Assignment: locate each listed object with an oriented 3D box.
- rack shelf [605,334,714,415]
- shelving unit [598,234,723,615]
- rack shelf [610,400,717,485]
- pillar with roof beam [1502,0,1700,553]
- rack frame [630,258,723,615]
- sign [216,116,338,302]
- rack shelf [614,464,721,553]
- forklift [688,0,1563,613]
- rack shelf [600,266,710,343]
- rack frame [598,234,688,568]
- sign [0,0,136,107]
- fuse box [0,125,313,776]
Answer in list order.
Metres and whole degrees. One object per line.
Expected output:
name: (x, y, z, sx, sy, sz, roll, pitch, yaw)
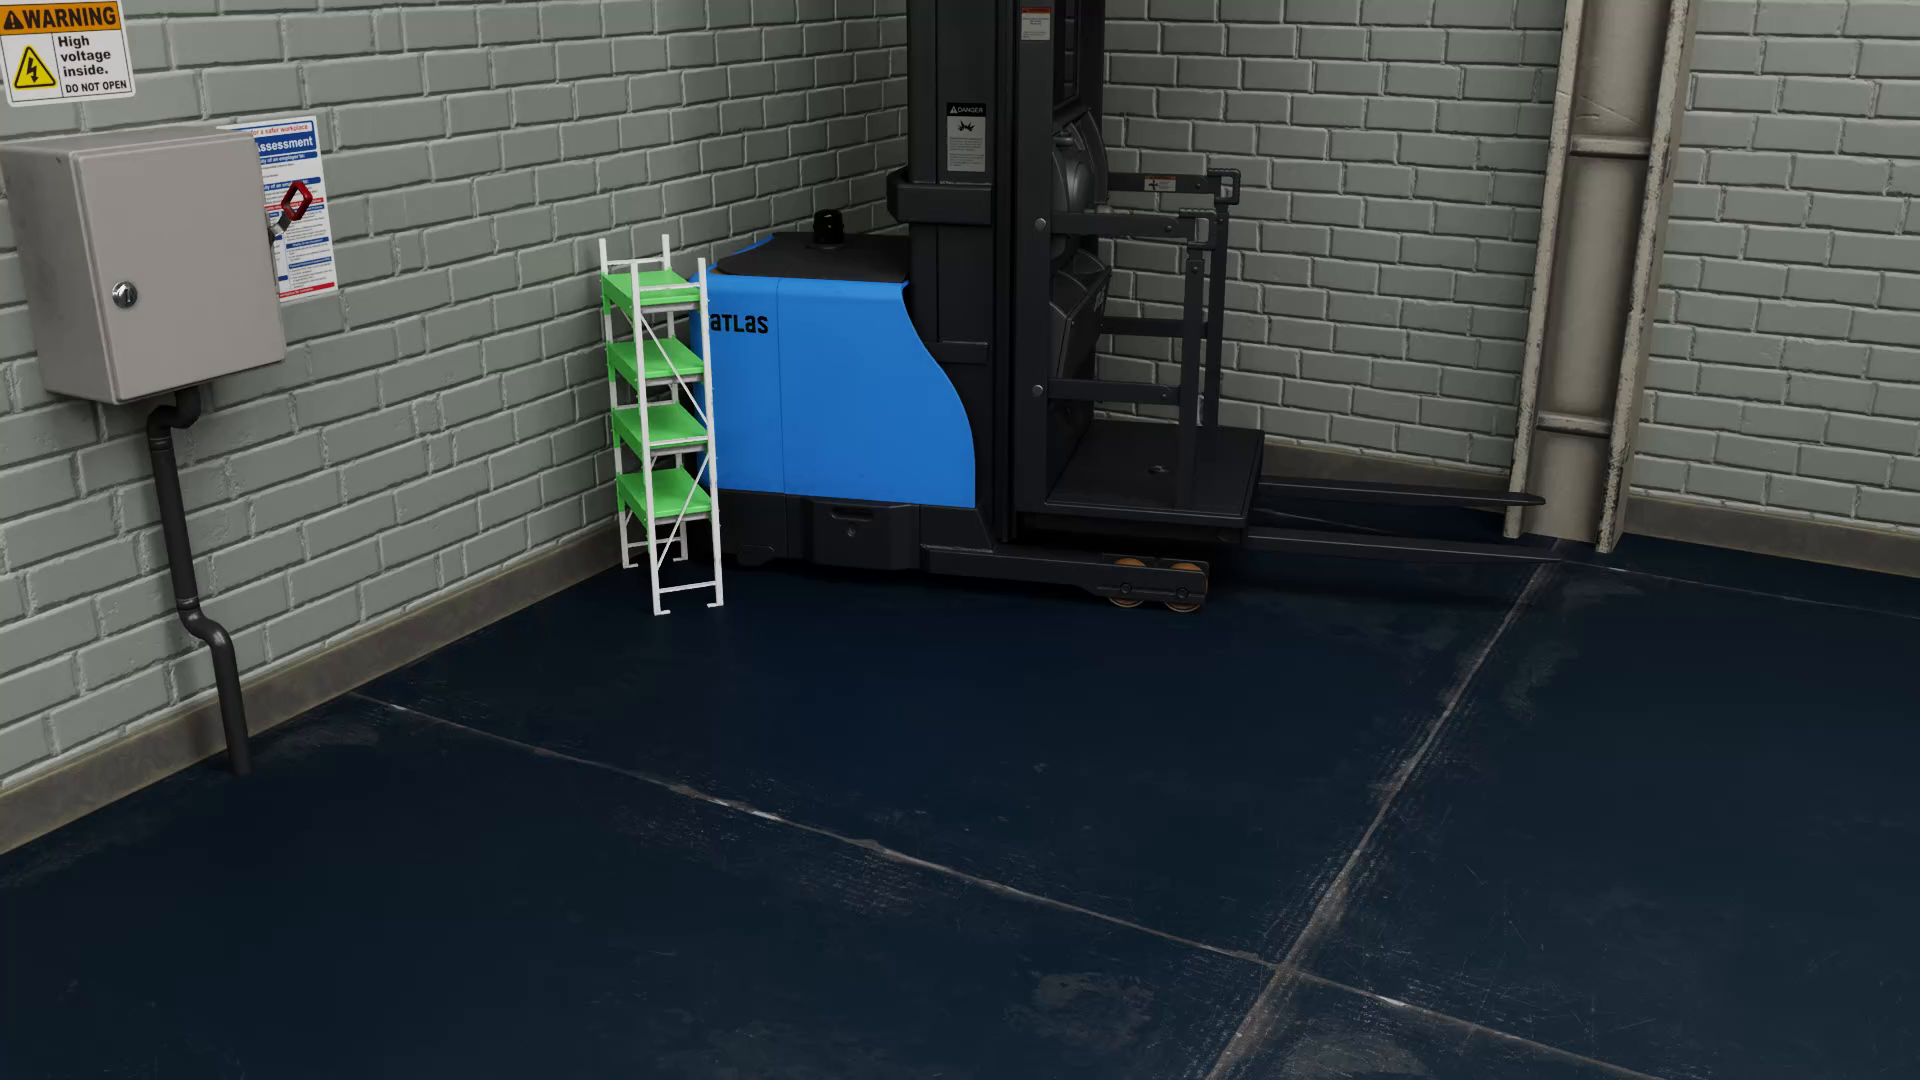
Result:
rack shelf: (-1.027, -0.567, 5.654, 0.258, 0.148, 0.480, -8, 22, -22)
shelving unit: (-1.027, -0.402, 5.714, 0.258, 1.200, 0.503, -8, 22, -22)
rack shelf: (-1.027, -0.342, 5.735, 0.258, 0.148, 0.480, -8, 22, -22)
pillar with roof beam: (0.237, -2.976, 1.374, 0.400, 9.000, 9.100, 11, 23, 27)
rack frame: (-0.931, -0.325, 5.503, 0.240, 1.200, 0.015, -8, 22, -22)
sign: (-1.889, -0.911, 4.618, 0.001, 0.494, 0.329, 11, 23, 27)
rack shelf: (-1.027, -0.116, 5.817, 0.258, 0.148, 0.480, -8, 22, -22)
forklift: (0.607, -1.330, 5.732, 3.031, 2.935, 1.130, 5, 20, 12)
rack shelf: (-1.027, -0.793, 5.572, 0.258, 0.148, 0.480, -8, 22, -22)
rack frame: (-1.122, -0.478, 5.925, 0.240, 1.200, 0.015, -8, 22, -22)
sign: (-2.157, -1.181, 4.010, 0.001, 0.242, 0.339, 11, 23, 27)
fuse box: (-1.949, -0.169, 4.321, 0.414, 1.711, 0.539, 11, 23, 27)
